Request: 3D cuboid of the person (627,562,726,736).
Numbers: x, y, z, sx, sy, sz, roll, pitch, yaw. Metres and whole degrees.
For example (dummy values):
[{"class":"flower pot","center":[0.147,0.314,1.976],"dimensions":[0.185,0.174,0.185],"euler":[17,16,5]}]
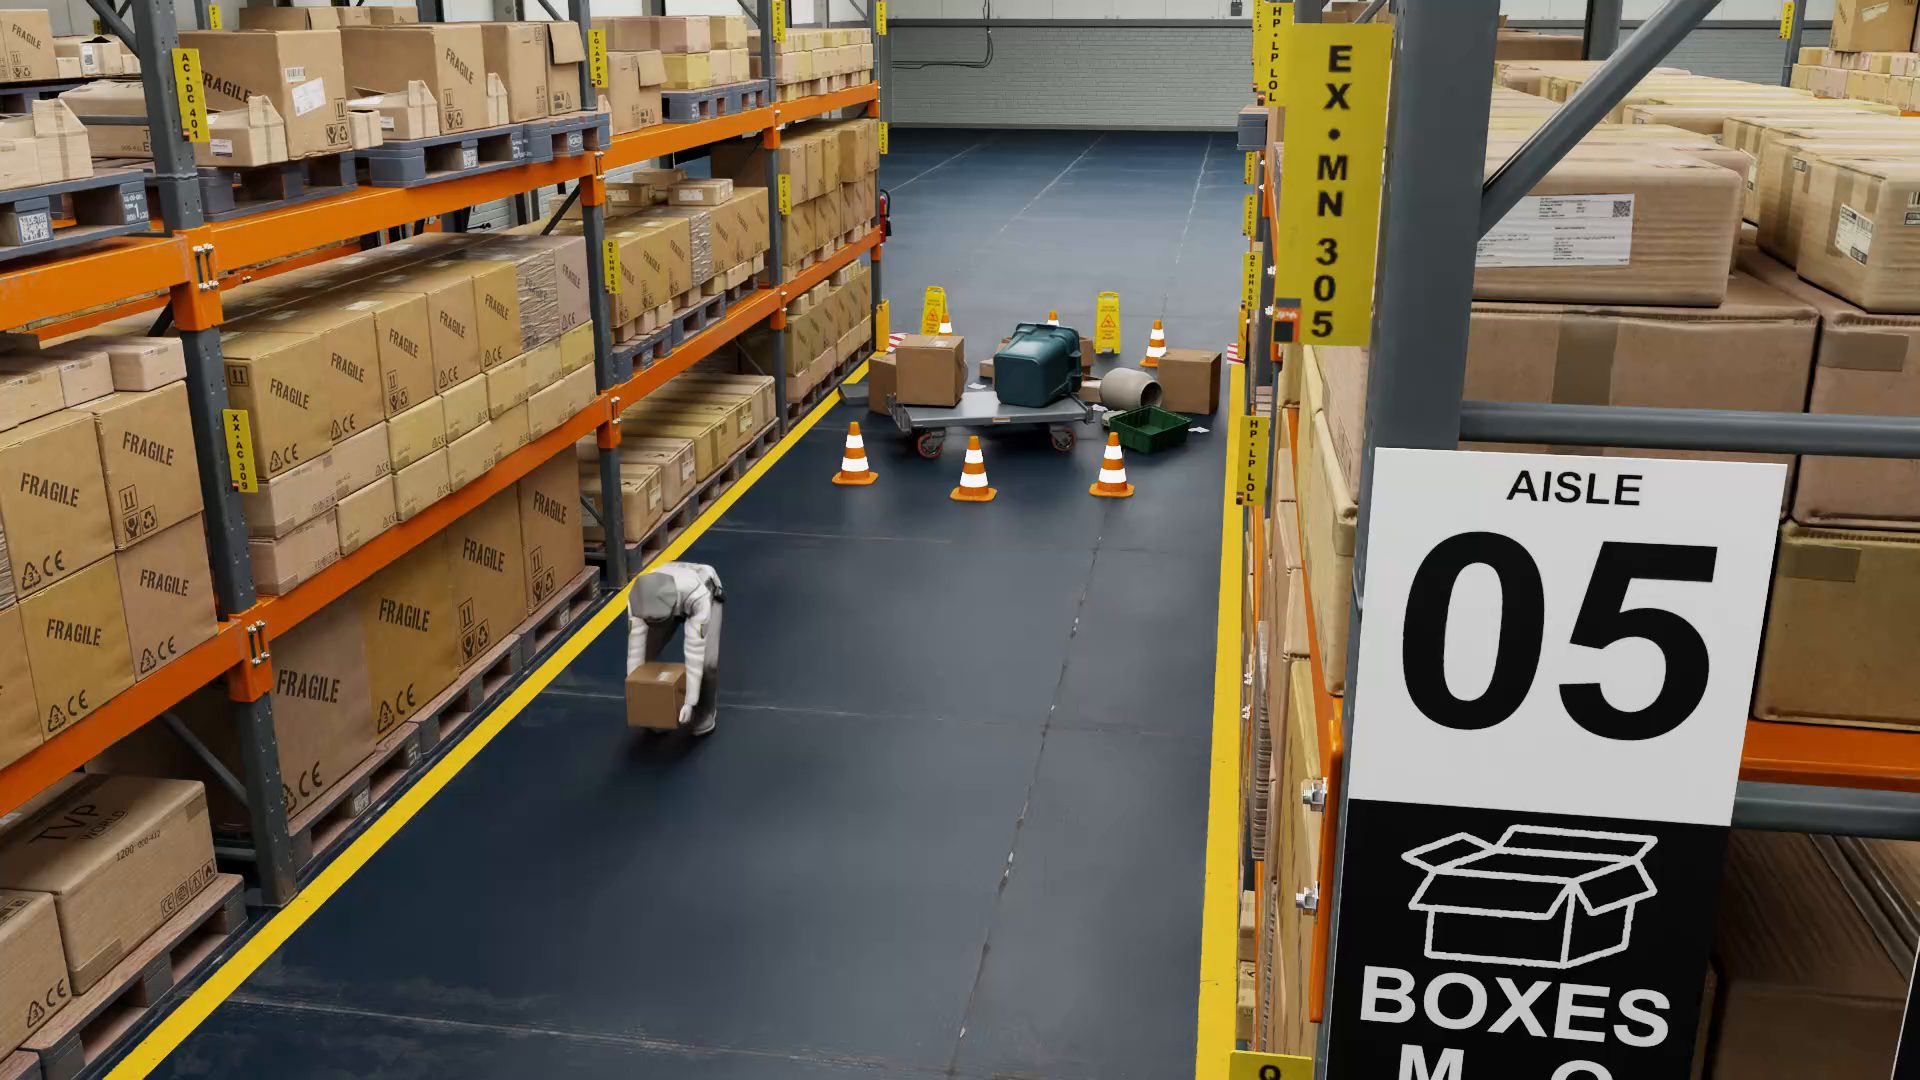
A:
[{"class":"person","center":[-1.458,0.538,8.487],"dimensions":[0.448,0.995,0.911],"euler":[2,18,6]}]
